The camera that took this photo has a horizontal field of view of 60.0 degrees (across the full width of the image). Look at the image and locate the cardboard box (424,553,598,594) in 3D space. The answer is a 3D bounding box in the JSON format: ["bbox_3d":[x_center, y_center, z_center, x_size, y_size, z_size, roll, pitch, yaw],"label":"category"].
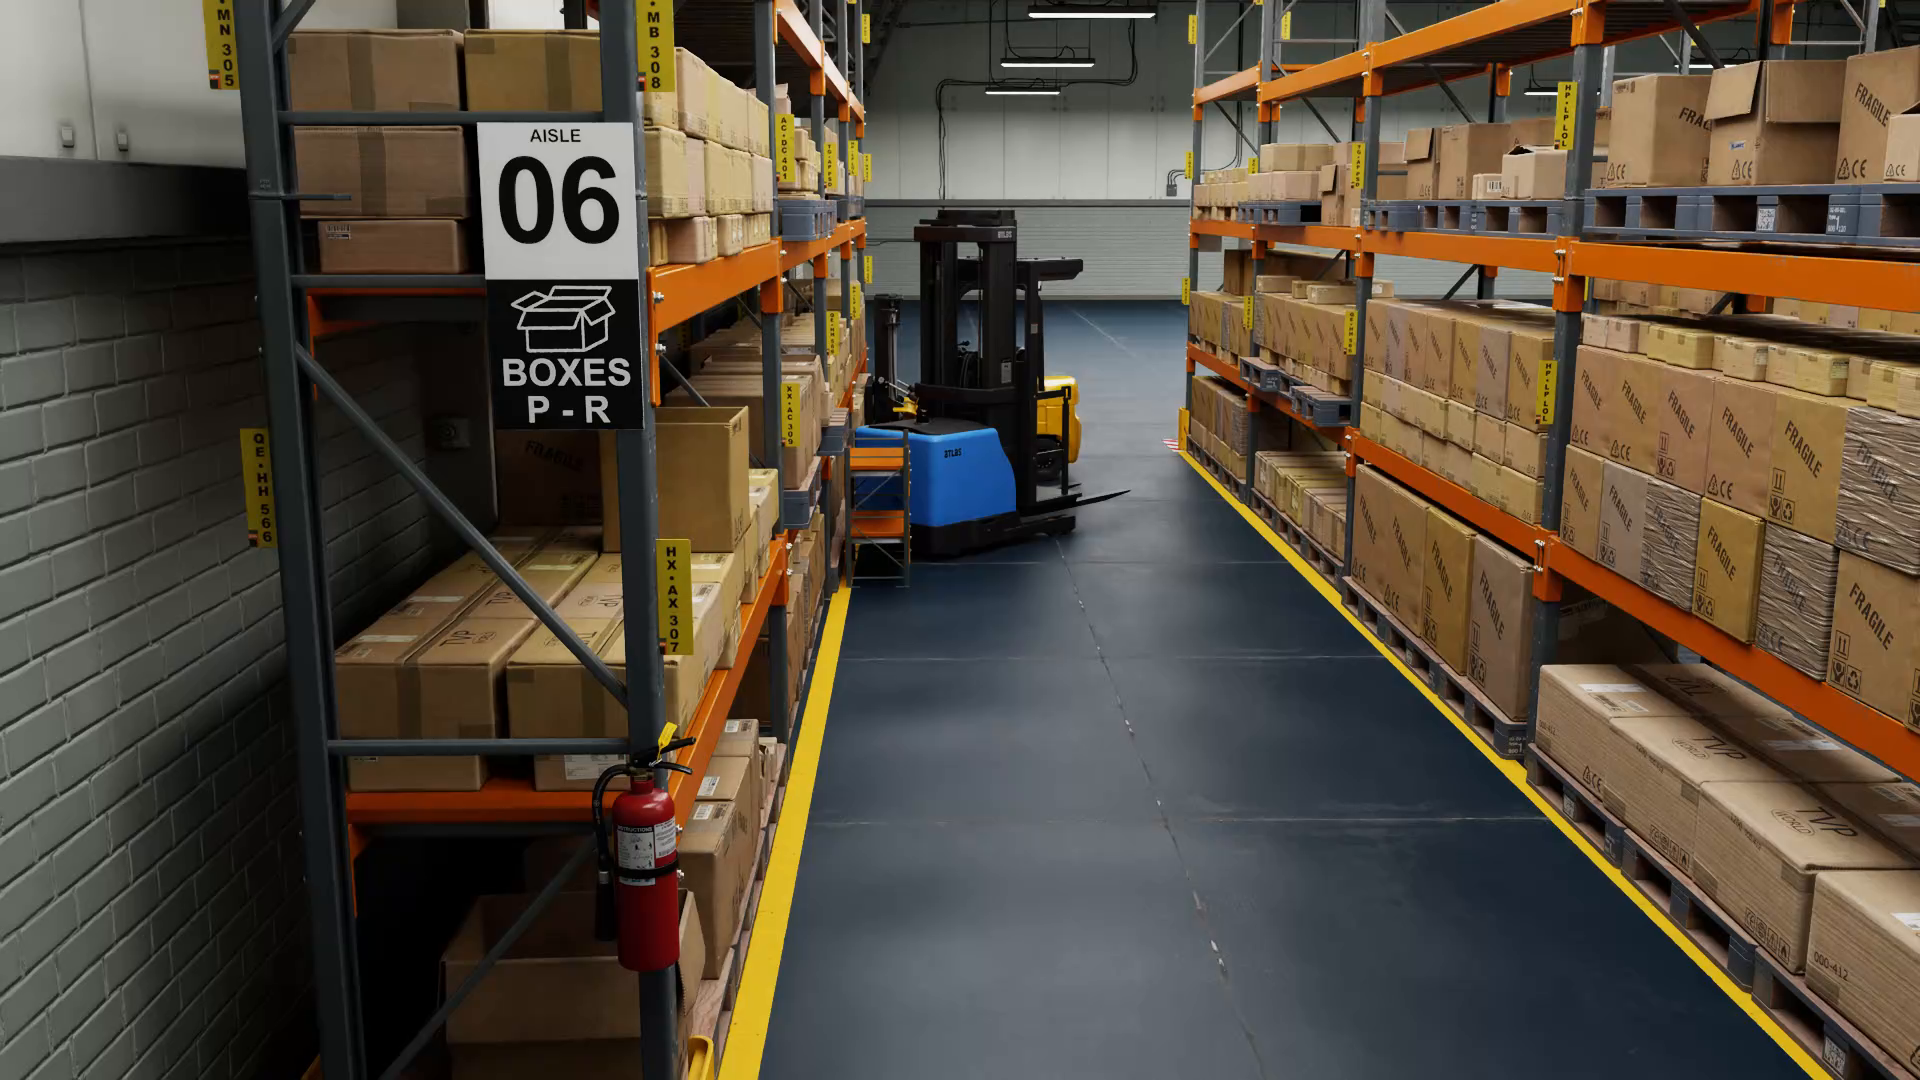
[{"bbox_3d":[-1.617,0.221,6.055,0.500,0.250,0.500,0,11,1],"label":"cardboard box"}]

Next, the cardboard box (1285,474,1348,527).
[{"bbox_3d":[3.435,-0.355,14.816,0.950,0.372,0.625,0,11,1],"label":"cardboard box"}]

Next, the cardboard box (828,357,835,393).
[{"bbox_3d":[-1.232,-1.267,12.878,0.500,0.250,0.500,0,11,-1],"label":"cardboard box"}]

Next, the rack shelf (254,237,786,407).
[{"bbox_3d":[-1.369,-0.931,6.367,1.077,0.370,4.000,0,11,-1],"label":"rack shelf"}]

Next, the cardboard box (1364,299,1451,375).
[{"bbox_3d":[3.236,-1.467,11.979,0.500,0.500,0.500,-1,11,-3],"label":"cardboard box"}]

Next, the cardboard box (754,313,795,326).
[{"bbox_3d":[-1.782,-2.097,15.968,0.380,0.149,0.250,0,11,-2],"label":"cardboard box"}]

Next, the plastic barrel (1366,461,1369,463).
[{"bbox_3d":[4.861,-0.950,18.678,0.512,0.421,0.421,9,15,38],"label":"plastic barrel"}]

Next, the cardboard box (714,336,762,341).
[{"bbox_3d":[-1.763,-1.540,13.222,0.380,0.149,0.250,0,11,-1],"label":"cardboard box"}]

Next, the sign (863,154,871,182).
[{"bbox_3d":[-1.115,-4.461,19.930,0.100,0.325,0.005,0,11,-1],"label":"sign"}]

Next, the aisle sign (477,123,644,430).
[{"bbox_3d":[-1.032,-0.677,4.314,0.394,0.787,0.004,0,11,-1],"label":"aisle sign"}]

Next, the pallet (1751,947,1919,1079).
[{"bbox_3d":[3.541,1.771,5.797,1.003,0.211,1.213,0,11,-1],"label":"pallet"}]

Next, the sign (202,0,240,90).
[{"bbox_3d":[-1.882,-1.321,4.256,0.100,0.325,0.005,0,11,-1],"label":"sign"}]

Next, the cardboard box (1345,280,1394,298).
[{"bbox_3d":[3.679,-2.258,14.959,0.380,0.149,0.250,-1,11,-4],"label":"cardboard box"}]

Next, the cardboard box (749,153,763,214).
[{"bbox_3d":[-1.128,-1.555,7.263,0.500,0.250,0.500,-1,11,-3],"label":"cardboard box"}]

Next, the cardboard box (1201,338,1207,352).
[{"bbox_3d":[3.008,-2.272,19.345,0.380,0.149,0.250,0,11,0],"label":"cardboard box"}]

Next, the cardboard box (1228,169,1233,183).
[{"bbox_3d":[3.068,-3.879,17.719,0.380,0.149,0.250,0,11,0],"label":"cardboard box"}]

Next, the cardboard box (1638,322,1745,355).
[{"bbox_3d":[3.369,-0.923,7.668,0.380,0.149,0.250,0,11,-2],"label":"cardboard box"}]

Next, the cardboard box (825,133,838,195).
[{"bbox_3d":[-1.285,-3.127,13.824,0.500,0.500,0.500,0,11,0],"label":"cardboard box"}]

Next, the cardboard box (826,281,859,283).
[{"bbox_3d":[-1.371,-2.938,19.363,0.380,0.149,0.250,0,11,0],"label":"cardboard box"}]

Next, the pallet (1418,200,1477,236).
[{"bbox_3d":[3.562,-2.054,10.571,1.003,0.211,1.213,0,11,1],"label":"pallet"}]

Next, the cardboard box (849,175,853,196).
[{"bbox_3d":[-1.349,-3.648,16.871,0.500,0.311,0.500,0,11,0],"label":"cardboard box"}]

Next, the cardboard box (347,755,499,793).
[{"bbox_3d":[-1.602,0.643,4.978,0.380,0.149,0.250,0,11,-2],"label":"cardboard box"}]

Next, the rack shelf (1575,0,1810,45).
[{"bbox_3d":[3.594,-2.226,6.212,1.077,0.370,4.000,0,11,-1],"label":"rack shelf"}]

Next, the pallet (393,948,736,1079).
[{"bbox_3d":[-1.346,1.778,5.767,1.003,0.211,1.213,0,11,-1],"label":"pallet"}]

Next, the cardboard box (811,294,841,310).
[{"bbox_3d":[-1.285,-2.378,16.606,0.380,0.149,0.250,0,11,0],"label":"cardboard box"}]

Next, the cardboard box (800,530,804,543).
[{"bbox_3d":[-1.271,-0.048,11.350,0.380,0.149,0.250,0,11,1],"label":"cardboard box"}]

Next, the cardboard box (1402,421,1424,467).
[{"bbox_3d":[3.262,-0.649,11.090,0.500,0.250,0.500,0,11,1],"label":"cardboard box"}]

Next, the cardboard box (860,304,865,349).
[{"bbox_3d":[-1.385,-2.548,19.824,0.500,0.500,0.500,0,11,-2],"label":"cardboard box"}]

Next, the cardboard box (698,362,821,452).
[{"bbox_3d":[-1.223,-0.821,10.256,0.700,0.500,0.500,0,11,-1],"label":"cardboard box"}]

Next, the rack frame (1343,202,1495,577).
[{"bbox_3d":[3.470,-1.027,12.576,1.000,3.000,0.127,0,11,-1],"label":"rack frame"}]

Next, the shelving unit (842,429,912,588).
[{"bbox_3d":[-0.669,-0.276,13.592,0.538,1.125,1.048,0,11,-2],"label":"shelving unit"}]

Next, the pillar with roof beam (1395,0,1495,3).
[{"bbox_3d":[16.029,-15.700,47.933,6.894,0.400,0.400,0,11,-1],"label":"pillar with roof beam"}]

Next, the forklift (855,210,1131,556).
[{"bbox_3d":[0.420,-1.529,15.225,1.130,2.935,3.031,10,15,41],"label":"forklift"}]

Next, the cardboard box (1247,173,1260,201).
[{"bbox_3d":[2.999,-3.307,15.590,0.500,0.250,0.500,-1,11,-3],"label":"cardboard box"}]

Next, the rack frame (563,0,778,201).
[{"bbox_3d":[-1.410,-3.151,7.956,1.000,3.000,0.127,0,11,-1],"label":"rack frame"}]

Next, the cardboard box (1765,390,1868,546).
[{"bbox_3d":[3.340,-0.273,6.092,0.500,0.500,0.500,0,11,-1],"label":"cardboard box"}]

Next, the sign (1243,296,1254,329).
[{"bbox_3d":[2.845,-2.243,16.391,0.100,0.325,0.005,0,11,-1],"label":"sign"}]

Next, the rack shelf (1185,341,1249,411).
[{"bbox_3d":[3.346,-1.867,18.527,1.077,0.370,4.000,0,11,-1],"label":"rack shelf"}]

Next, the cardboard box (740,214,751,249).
[{"bbox_3d":[-1.108,-1.336,7.189,0.380,0.149,0.250,0,11,-1],"label":"cardboard box"}]

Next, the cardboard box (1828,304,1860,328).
[{"bbox_3d":[8.373,-2.100,15.100,0.700,0.500,0.500,0,11,-1],"label":"cardboard box"}]

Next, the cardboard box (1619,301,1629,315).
[{"bbox_3d":[8.338,-2.548,19.698,0.875,0.550,0.550,0,11,-1],"label":"cardboard box"}]

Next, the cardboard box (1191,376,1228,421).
[{"bbox_3d":[3.046,-1.677,19.753,0.500,0.500,0.500,-1,11,-3],"label":"cardboard box"}]

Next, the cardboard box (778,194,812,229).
[{"bbox_3d":[-1.218,-2.102,10.708,0.500,0.250,0.500,0,11,-1],"label":"cardboard box"}]

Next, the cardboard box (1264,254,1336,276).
[{"bbox_3d":[3.623,-2.797,17.786,0.700,0.500,0.500,0,11,-2],"label":"cardboard box"}]

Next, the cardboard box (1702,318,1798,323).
[{"bbox_3d":[3.774,-0.976,7.927,0.380,0.149,0.250,0,11,0],"label":"cardboard box"}]

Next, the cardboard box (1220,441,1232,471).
[{"bbox_3d":[3.085,-0.903,17.823,0.500,0.250,0.500,-1,11,-3],"label":"cardboard box"}]

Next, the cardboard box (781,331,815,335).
[{"bbox_3d":[-1.296,-1.643,13.730,0.380,0.149,0.250,0,11,-1],"label":"cardboard box"}]

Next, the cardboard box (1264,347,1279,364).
[{"bbox_3d":[3.079,-1.744,15.686,0.380,0.149,0.250,0,11,0],"label":"cardboard box"}]

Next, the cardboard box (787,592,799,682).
[{"bbox_3d":[-1.216,0.606,9.760,0.500,0.500,0.500,0,11,-2],"label":"cardboard box"}]

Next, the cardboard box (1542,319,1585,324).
[{"bbox_3d":[3.785,-1.060,9.974,0.500,0.500,0.500,-1,11,-3],"label":"cardboard box"}]
